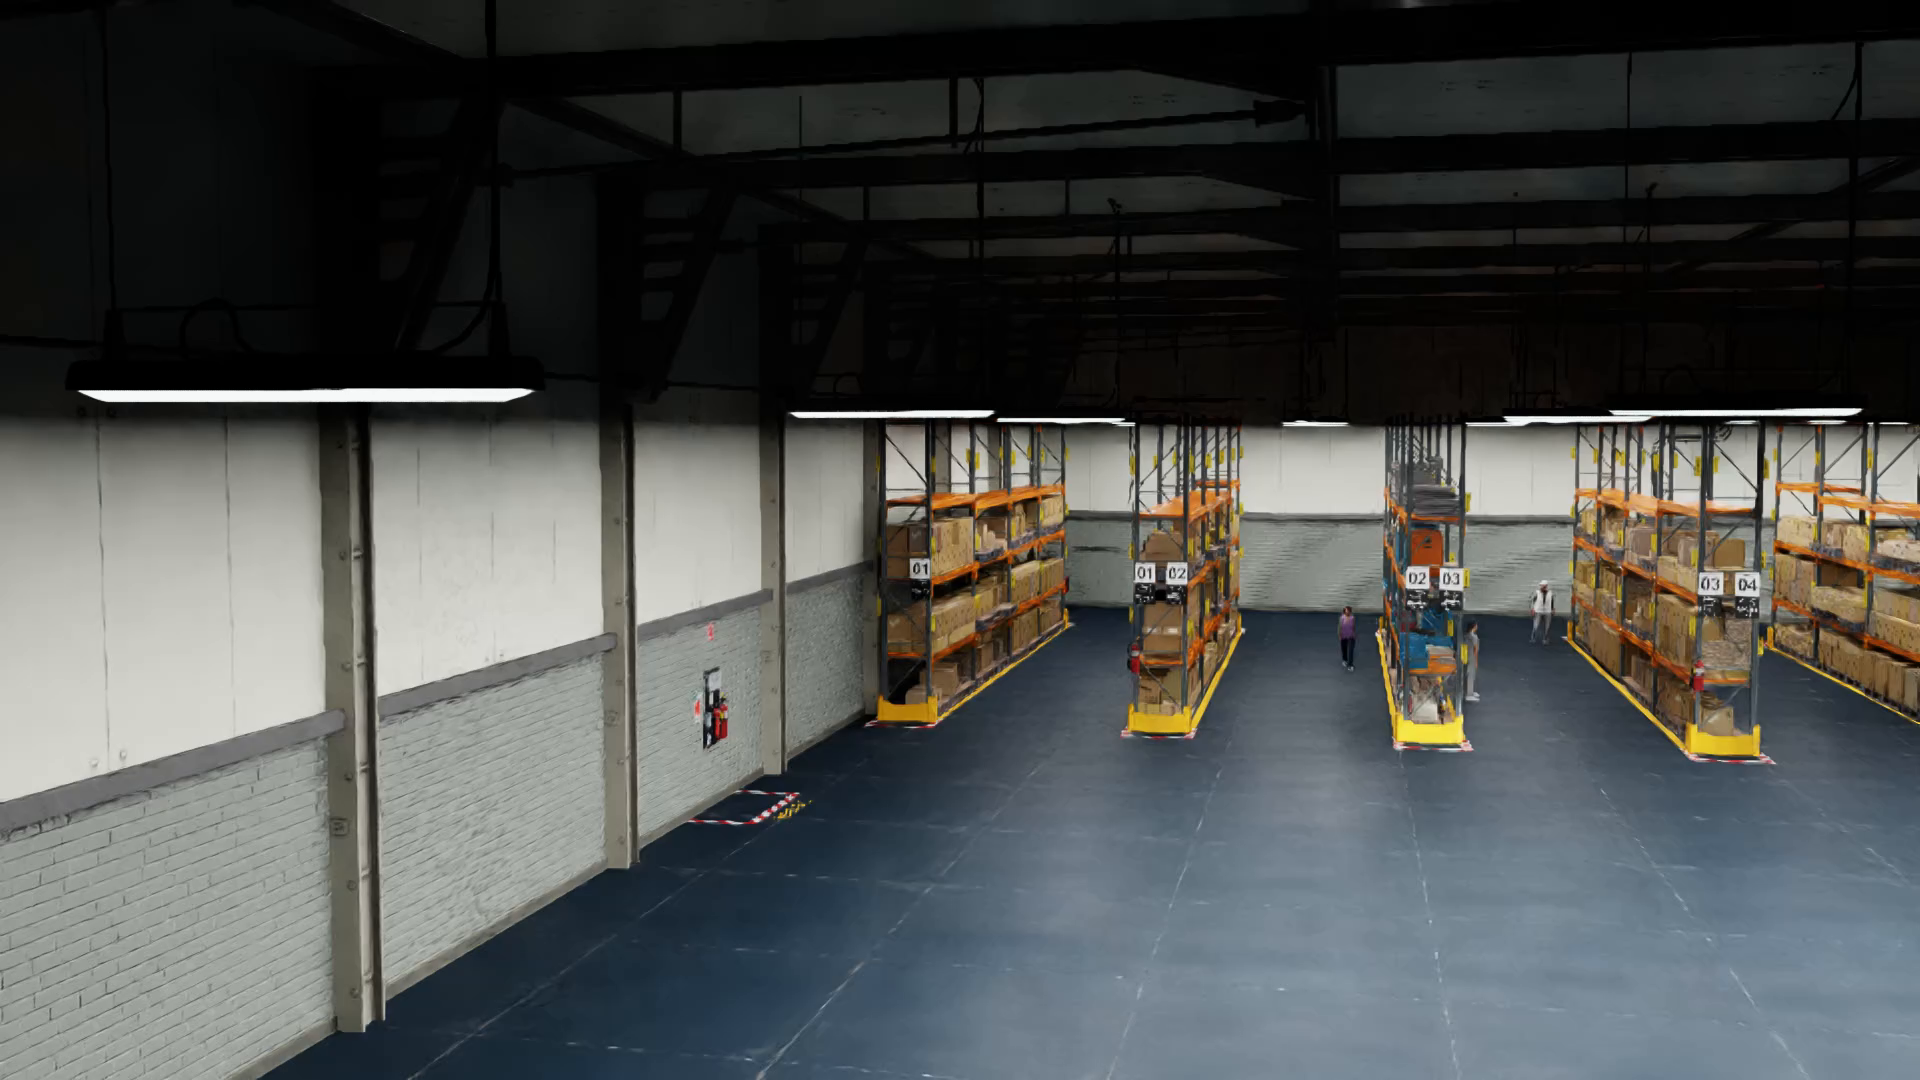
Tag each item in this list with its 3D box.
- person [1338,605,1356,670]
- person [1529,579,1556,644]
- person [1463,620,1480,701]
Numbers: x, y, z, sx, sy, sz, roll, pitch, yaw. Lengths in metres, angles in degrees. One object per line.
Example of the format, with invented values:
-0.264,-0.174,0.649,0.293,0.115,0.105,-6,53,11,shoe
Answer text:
9.153,2.287,39.371,0.417,1.517,1.037,1,4,16,person
15.418,1.893,44.004,0.677,1.726,0.569,1,4,11,person
10.772,2.509,34.900,0.454,1.678,0.540,-1,4,-10,person
